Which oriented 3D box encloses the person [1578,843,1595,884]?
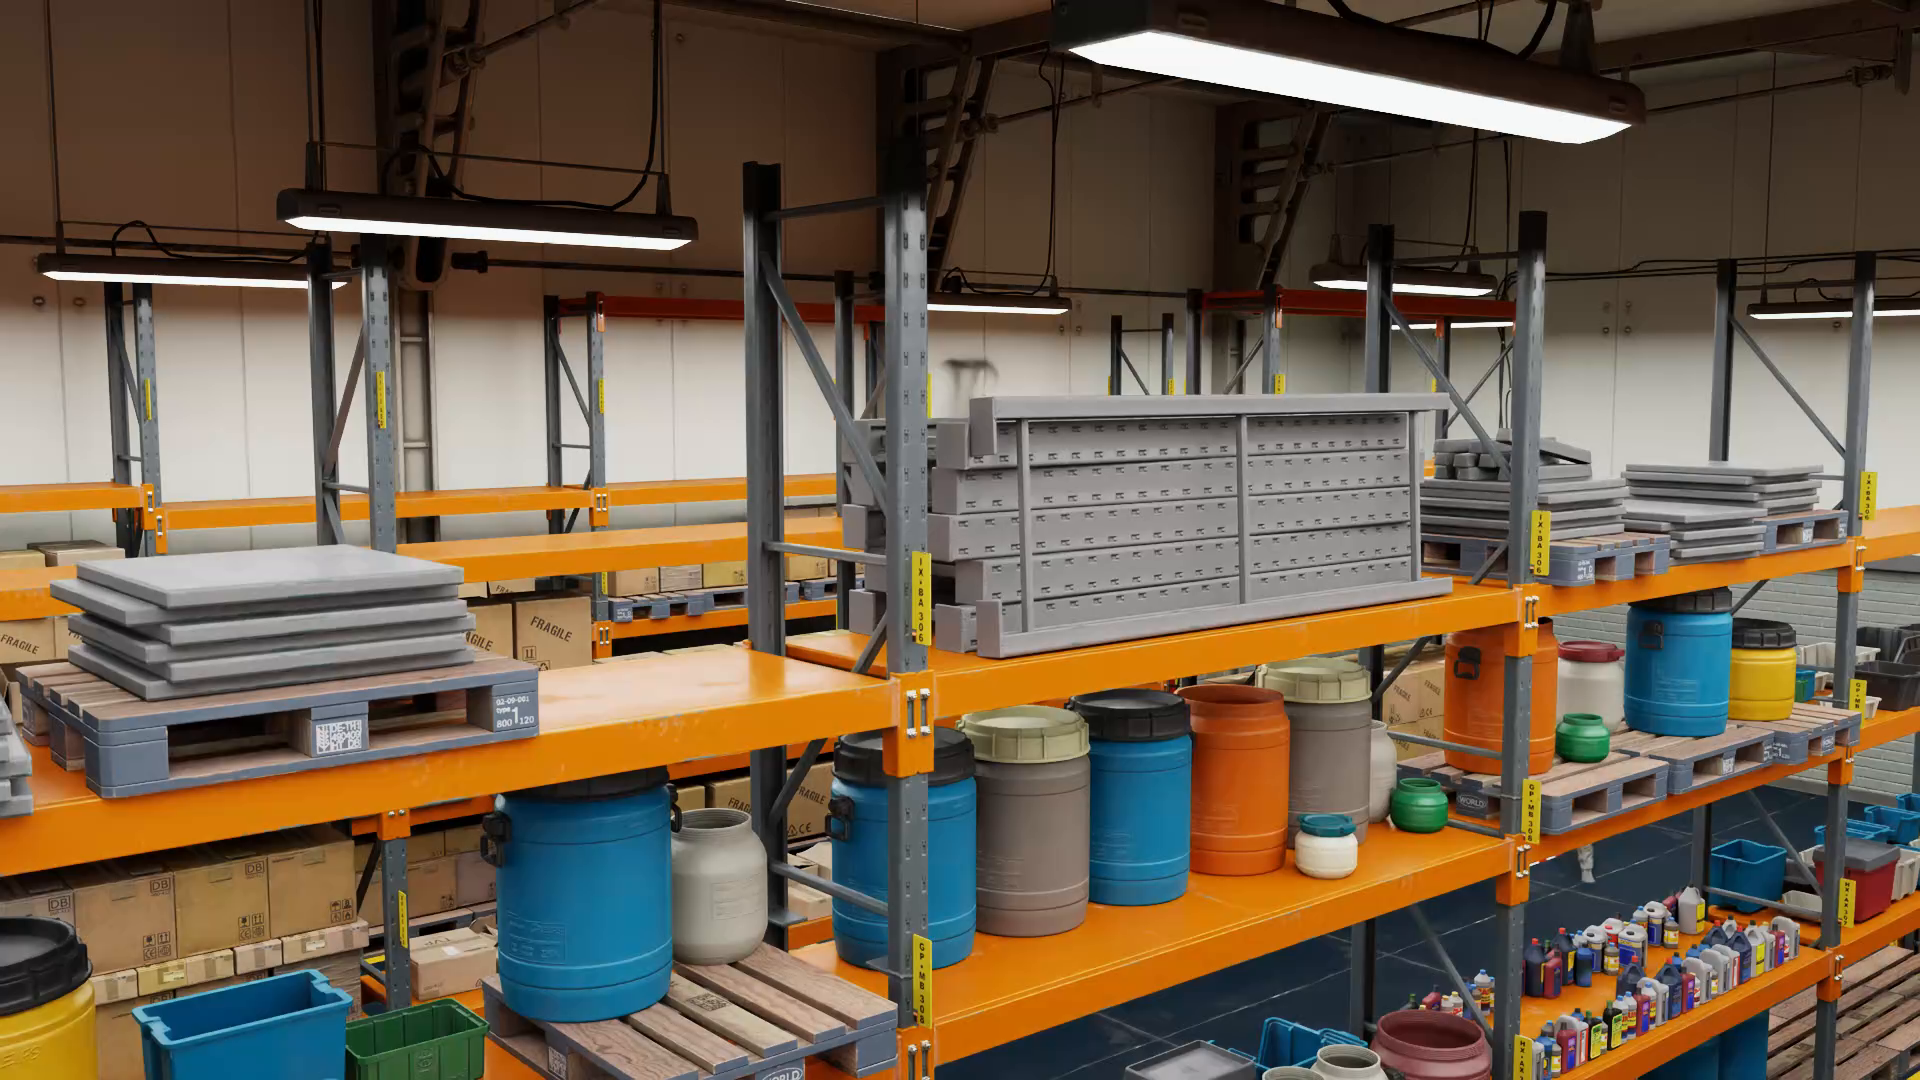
[{"bbox_3d":[6.597,2.639,17.395,0.693,1.797,0.818,1,6,11],"label":"person"}]
